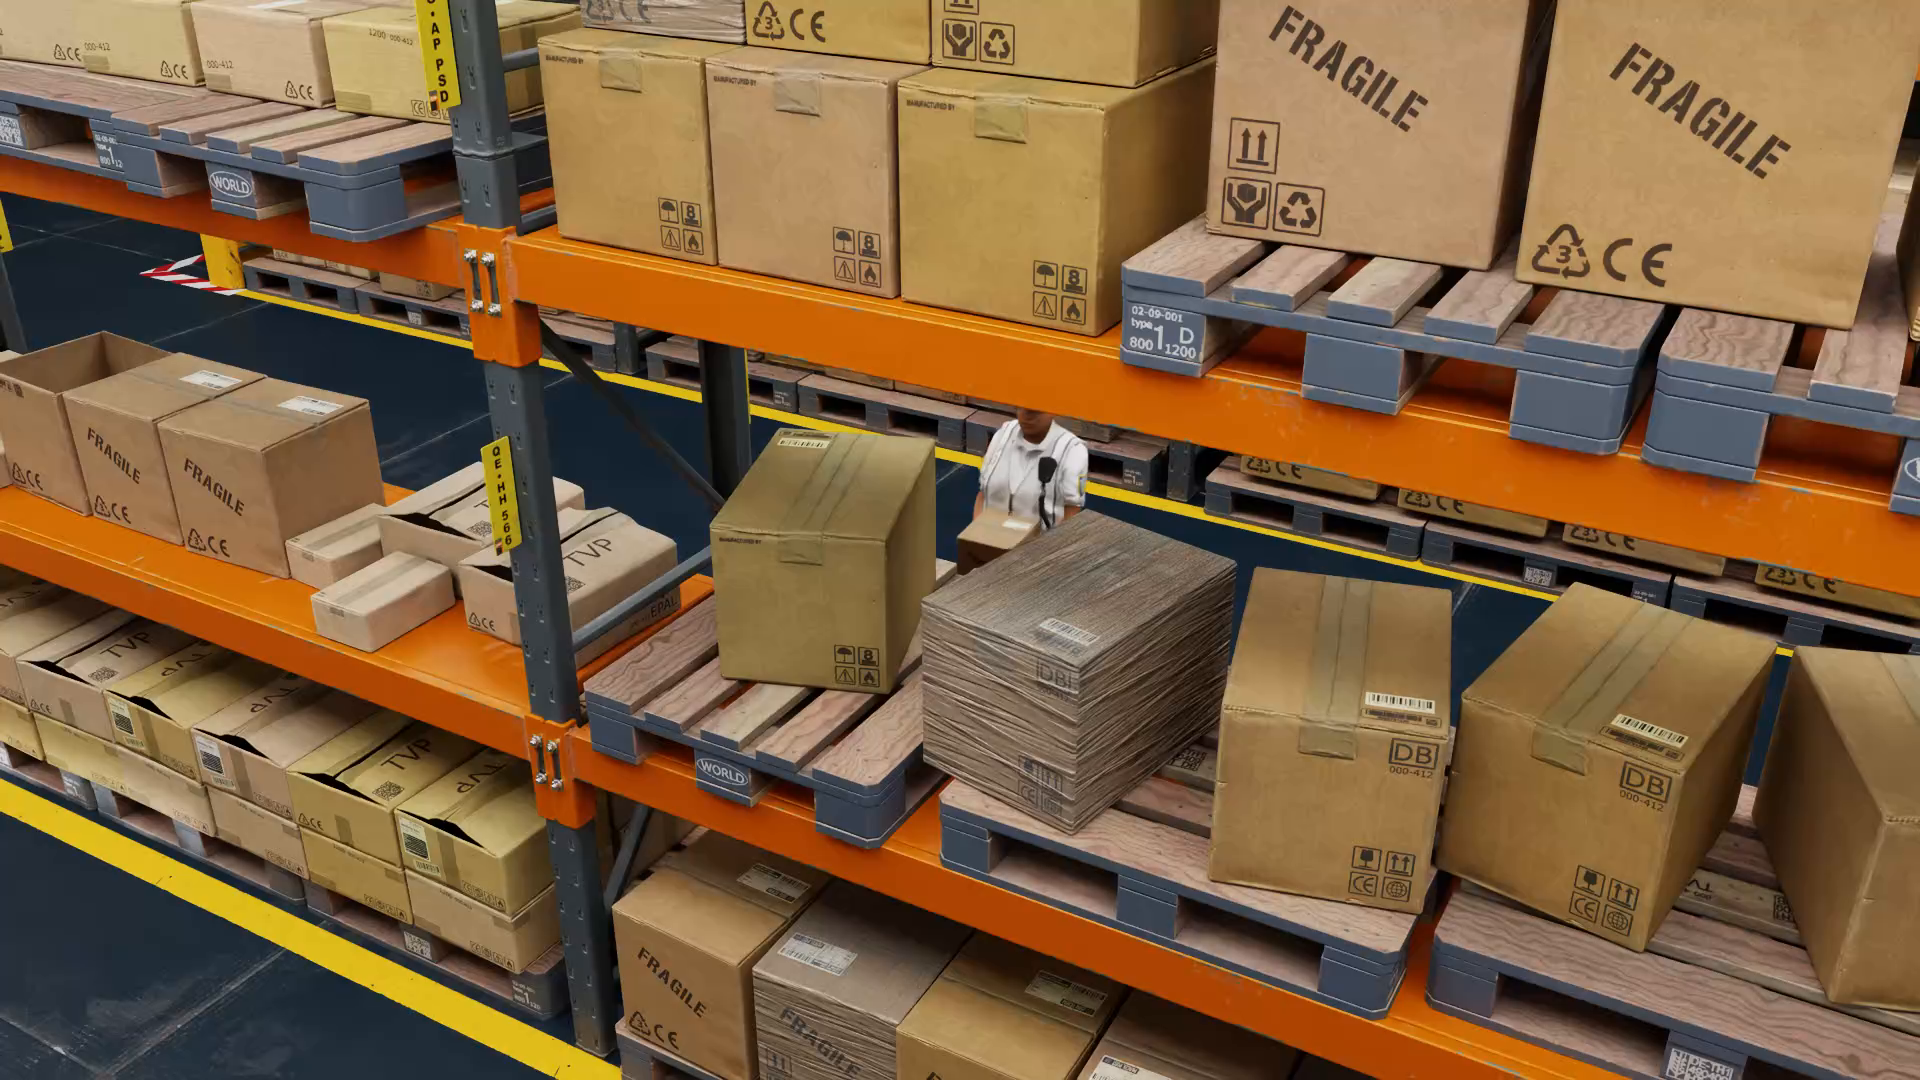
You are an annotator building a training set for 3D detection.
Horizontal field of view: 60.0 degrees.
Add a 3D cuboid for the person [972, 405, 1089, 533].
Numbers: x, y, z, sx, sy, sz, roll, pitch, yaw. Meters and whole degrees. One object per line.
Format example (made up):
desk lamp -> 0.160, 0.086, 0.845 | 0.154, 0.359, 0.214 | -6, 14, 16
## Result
person -> 0.261, 0.109, 6.893 | 0.471, 1.664, 0.536 | 14, 30, 26
